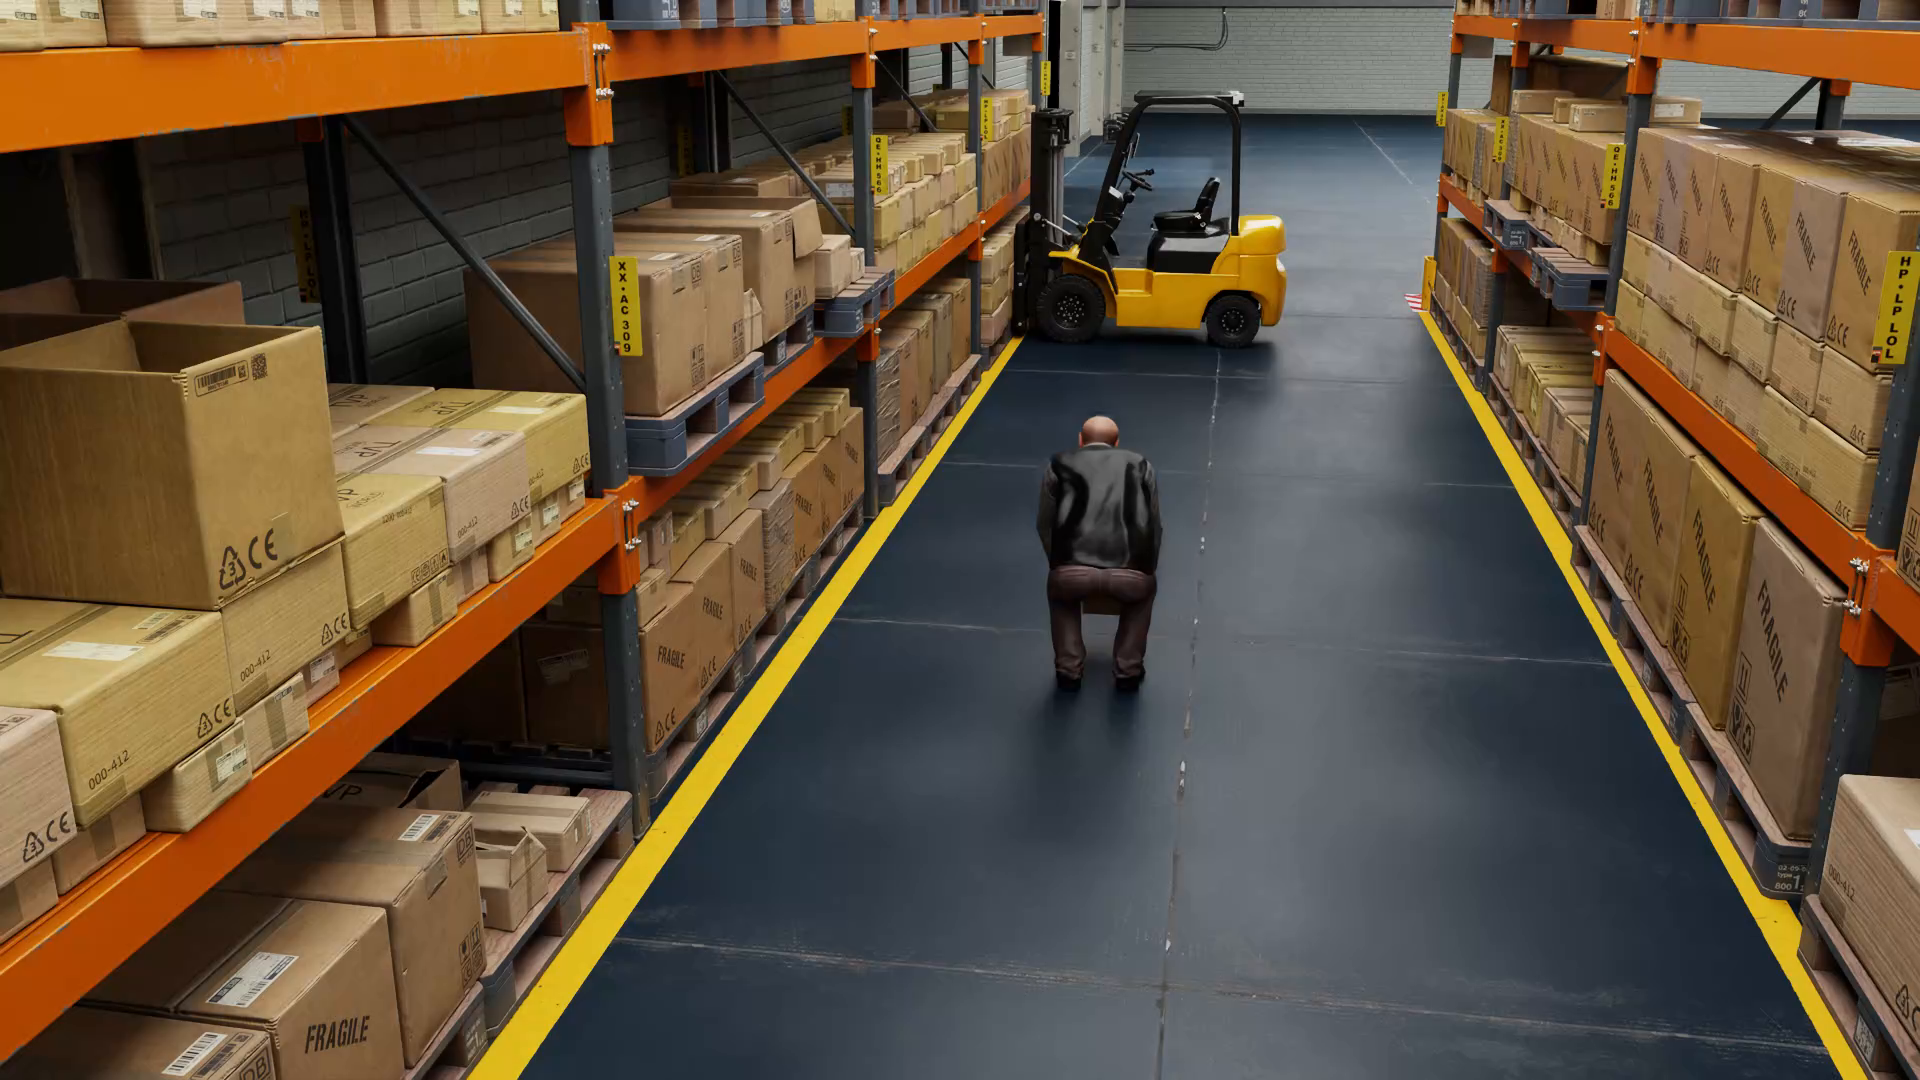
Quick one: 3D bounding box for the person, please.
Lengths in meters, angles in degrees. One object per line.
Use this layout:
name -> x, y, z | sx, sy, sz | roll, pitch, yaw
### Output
person -> 0.599, 0.075, 7.340 | 0.566, 1.128, 0.819 | 3, 18, 9
